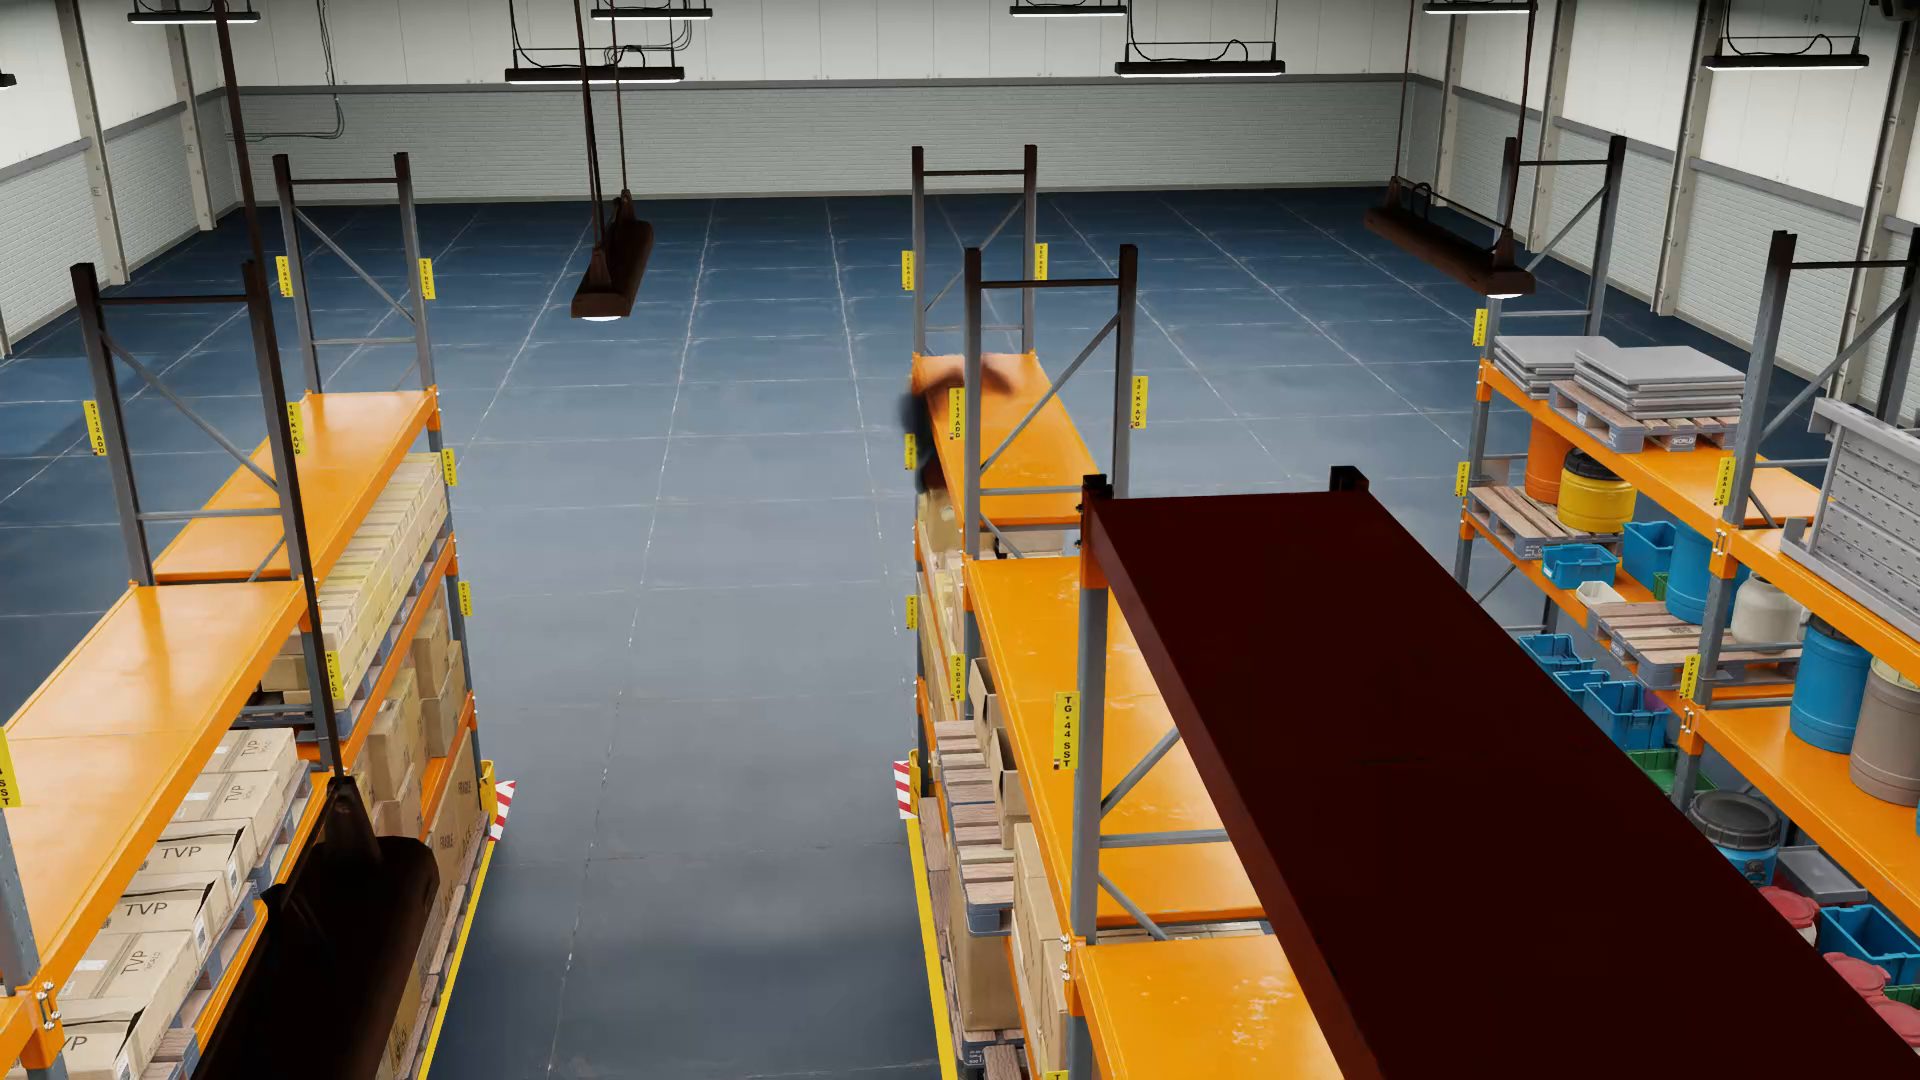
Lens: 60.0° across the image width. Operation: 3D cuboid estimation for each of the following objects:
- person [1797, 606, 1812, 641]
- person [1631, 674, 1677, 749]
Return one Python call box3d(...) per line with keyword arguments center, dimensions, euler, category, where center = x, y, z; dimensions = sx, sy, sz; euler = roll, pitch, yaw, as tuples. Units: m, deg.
box3d(center=(9.061, 0.599, 17.777), dimensions=(0.698, 1.732, 0.734), euler=(12, 25, 28), category="person")
box3d(center=(6.542, 1.521, 15.739), dimensions=(0.599, 1.523, 0.485), euler=(-8, 23, -19), category="person")
